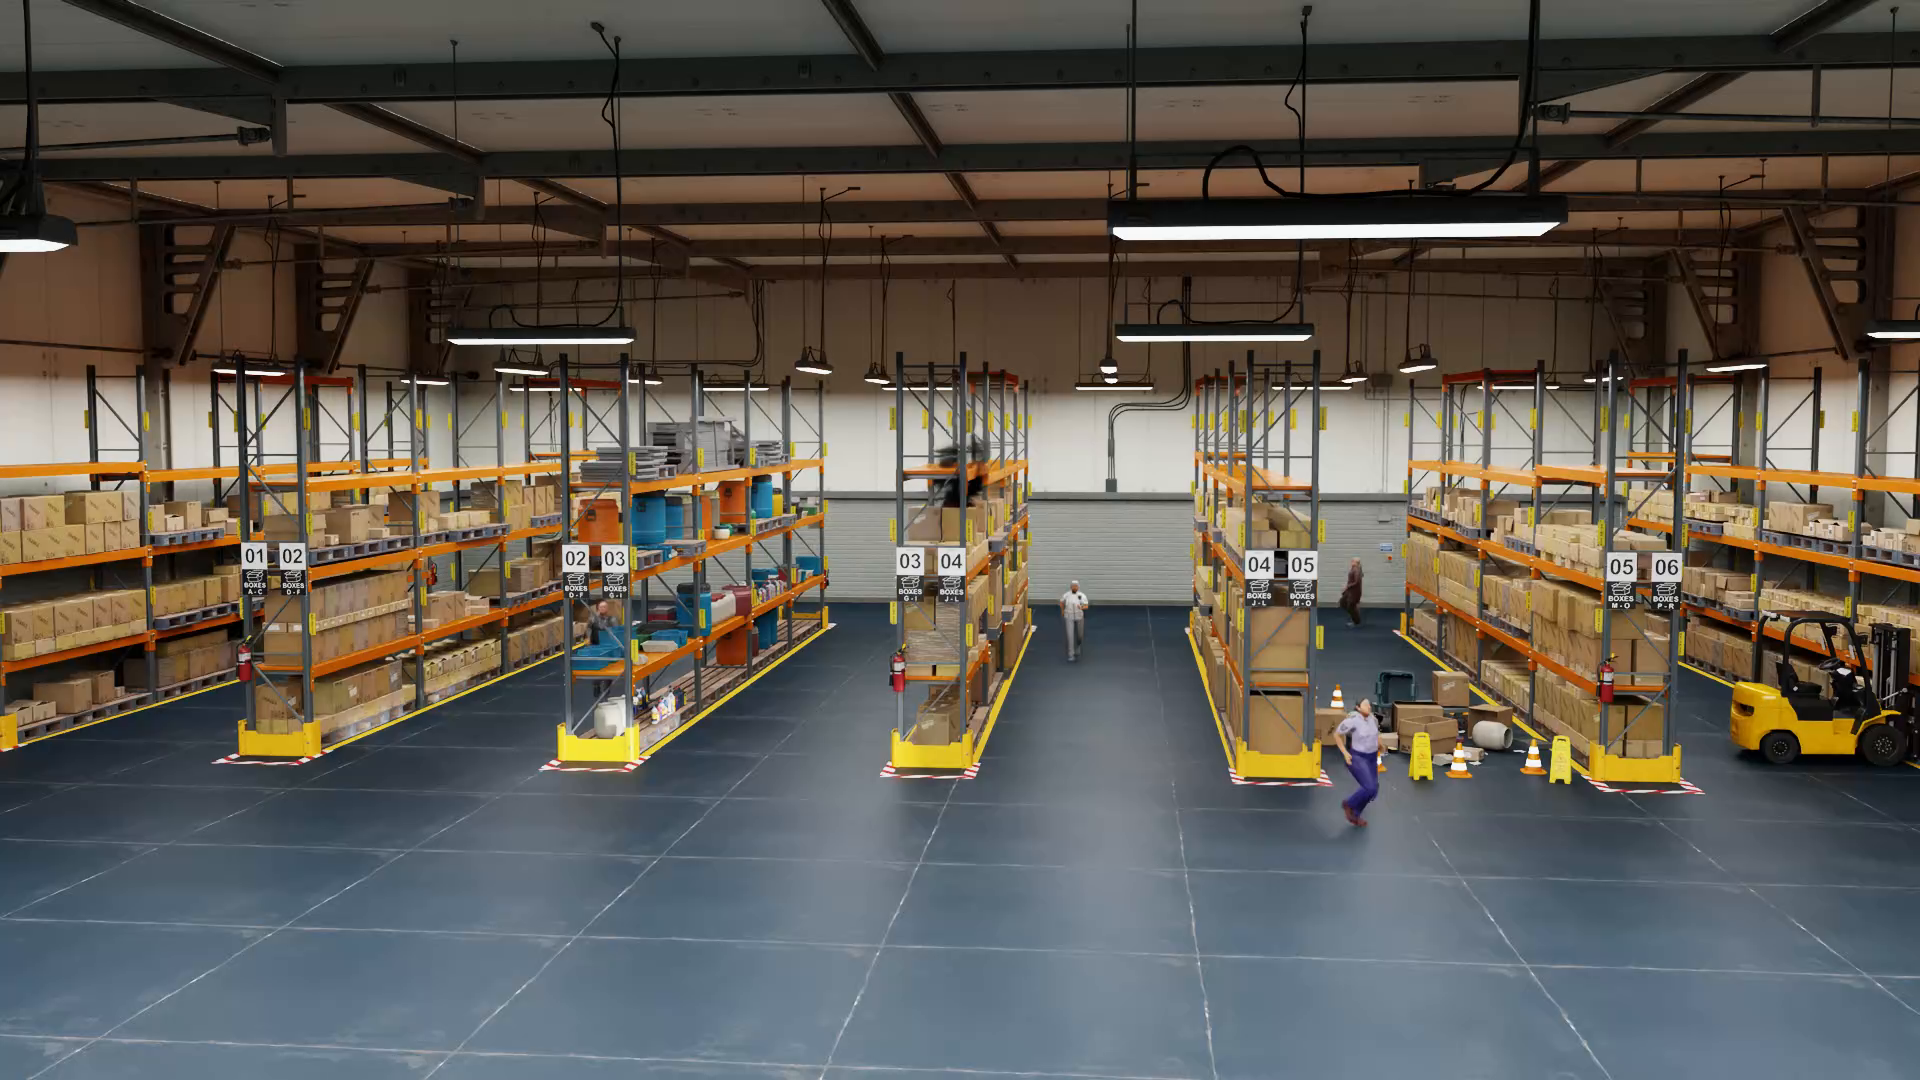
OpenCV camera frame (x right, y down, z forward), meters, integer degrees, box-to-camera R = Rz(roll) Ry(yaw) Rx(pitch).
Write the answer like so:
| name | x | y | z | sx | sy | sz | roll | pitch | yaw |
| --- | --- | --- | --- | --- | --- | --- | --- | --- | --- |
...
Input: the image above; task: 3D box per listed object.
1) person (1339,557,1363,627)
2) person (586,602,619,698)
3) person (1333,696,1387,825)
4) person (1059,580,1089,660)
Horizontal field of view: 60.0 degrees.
| name | x | y | z | sx | sy | sz | roll | pitch | yaw |
| --- | --- | --- | --- | --- | --- | --- | --- | --- | --- |
| person | 9.558 | 1.269 | 40.468 | 0.604 | 1.719 | 0.709 | 0 | 4 | 3 |
| person | -6.504 | 1.998 | 30.243 | 0.623 | 1.741 | 0.716 | 0 | 4 | -6 |
| person | 4.996 | 2.738 | 20.511 | 0.597 | 1.609 | 0.578 | -3 | 5 | -38 |
| person | 2.408 | 1.669 | 35.064 | 0.612 | 1.645 | 0.898 | 0 | 4 | 1 |
